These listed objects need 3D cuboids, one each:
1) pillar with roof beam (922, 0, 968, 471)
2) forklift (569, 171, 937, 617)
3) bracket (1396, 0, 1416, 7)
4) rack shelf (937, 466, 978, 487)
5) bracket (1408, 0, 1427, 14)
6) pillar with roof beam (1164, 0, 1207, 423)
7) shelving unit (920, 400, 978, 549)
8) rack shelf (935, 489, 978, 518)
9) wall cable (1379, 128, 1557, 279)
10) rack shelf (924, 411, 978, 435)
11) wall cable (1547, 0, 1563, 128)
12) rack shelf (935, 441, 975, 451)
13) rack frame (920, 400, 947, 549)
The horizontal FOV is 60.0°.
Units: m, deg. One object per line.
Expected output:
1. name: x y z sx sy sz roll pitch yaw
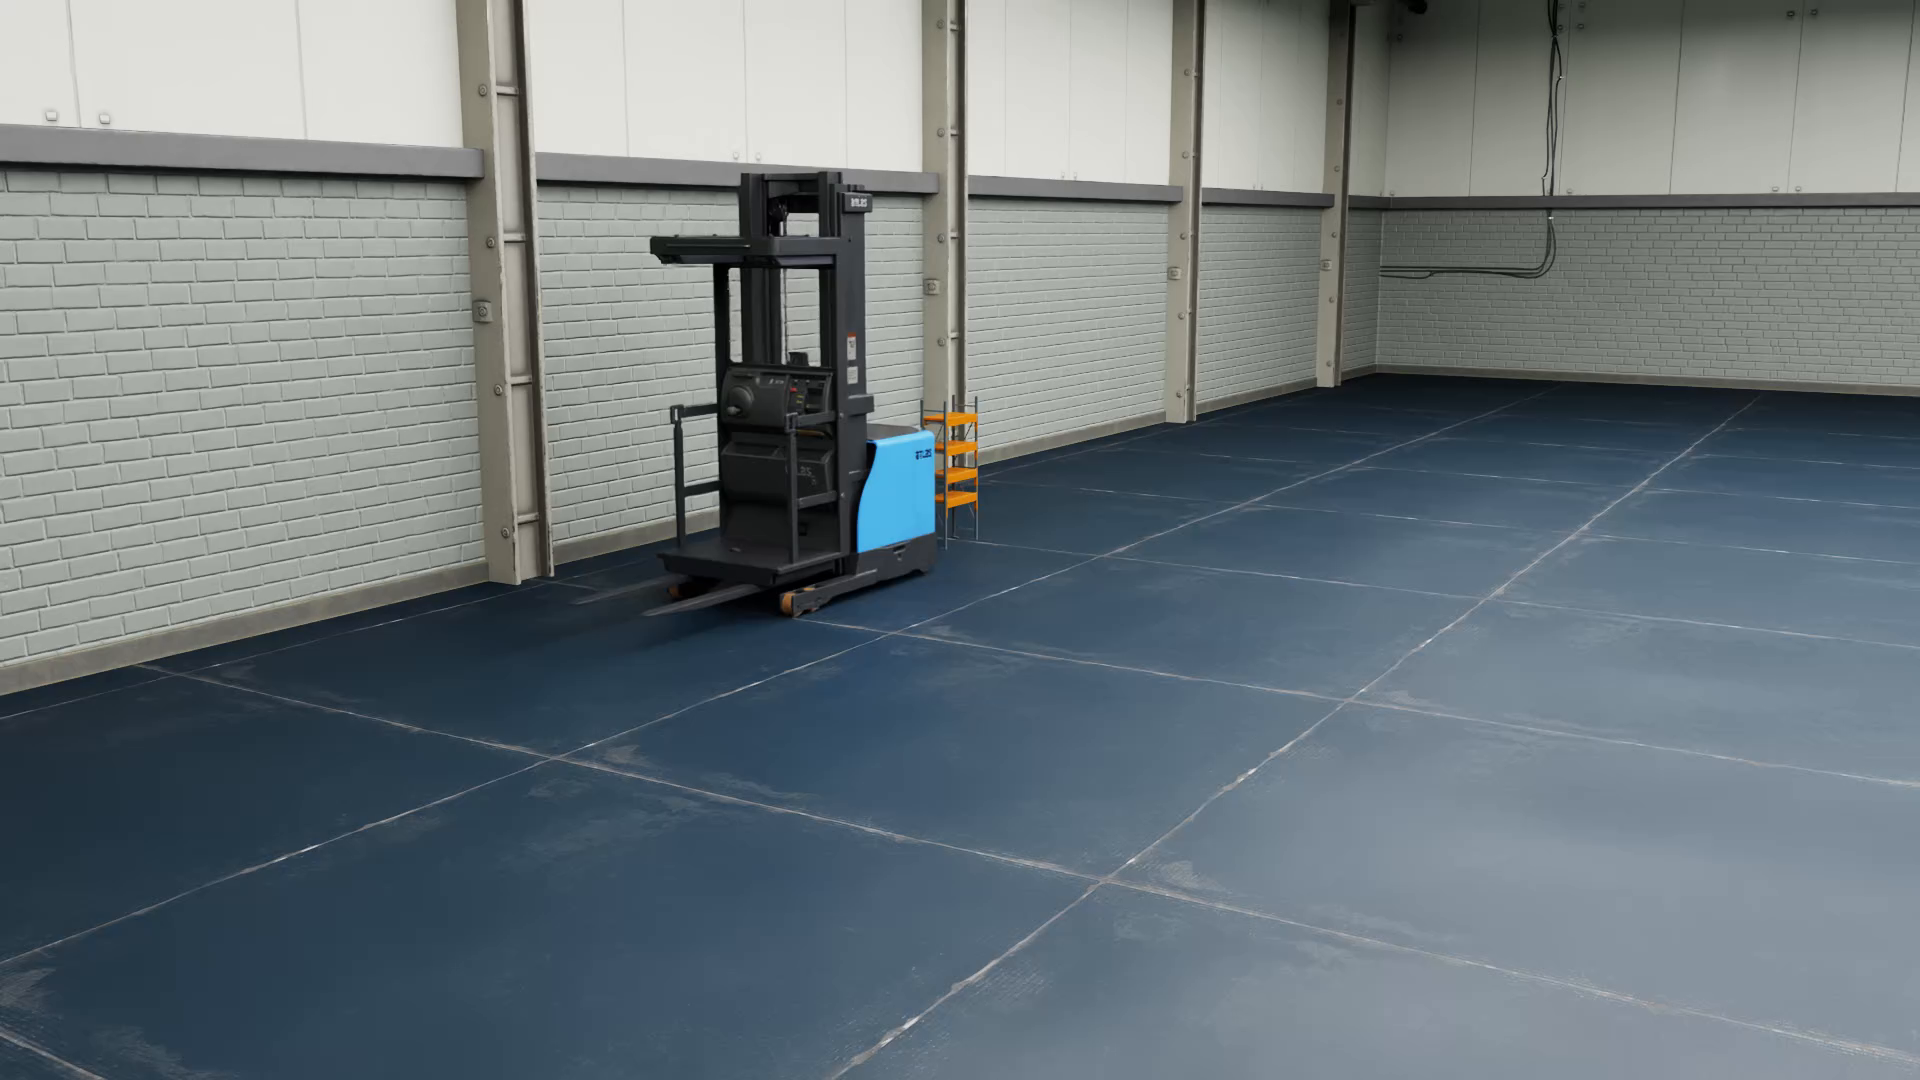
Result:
1. pillar with roof beam: 3.529 -4.673 14.377 9.100 9.000 0.400 6 12 31
2. forklift: -1.387 -1.024 11.373 1.130 2.935 3.031 7 12 32
3. bracket: 7.522 -9.052 27.986 0.076 0.066 3.189 6 12 31
4. rack shelf: -0.086 -0.498 13.632 0.258 0.148 0.480 6 12 31
5. bracket: 7.829 -9.145 28.482 0.235 0.232 0.430 6 12 31
6. pillar with roof beam: 6.644 -5.617 19.417 9.100 9.000 0.400 6 12 31
7. shelving unit: -0.089 -0.563 13.614 0.258 1.200 0.492 6 12 31
8. rack shelf: -0.086 -0.302 13.668 0.258 0.148 0.480 6 12 31
9. wall cable: 8.739 -5.783 28.740 3.097 2.526 0.112 6 12 31
10. rack shelf: -0.086 -0.950 13.547 0.258 0.148 0.480 6 12 31
11. wall cable: 11.051 -8.007 26.895 3.097 2.526 0.112 6 12 31
12. rack shelf: -0.086 -0.770 13.581 0.221 0.021 0.457 6 12 31
13. rack frame: -0.213 -0.525 13.414 0.240 1.200 0.015 6 12 31
